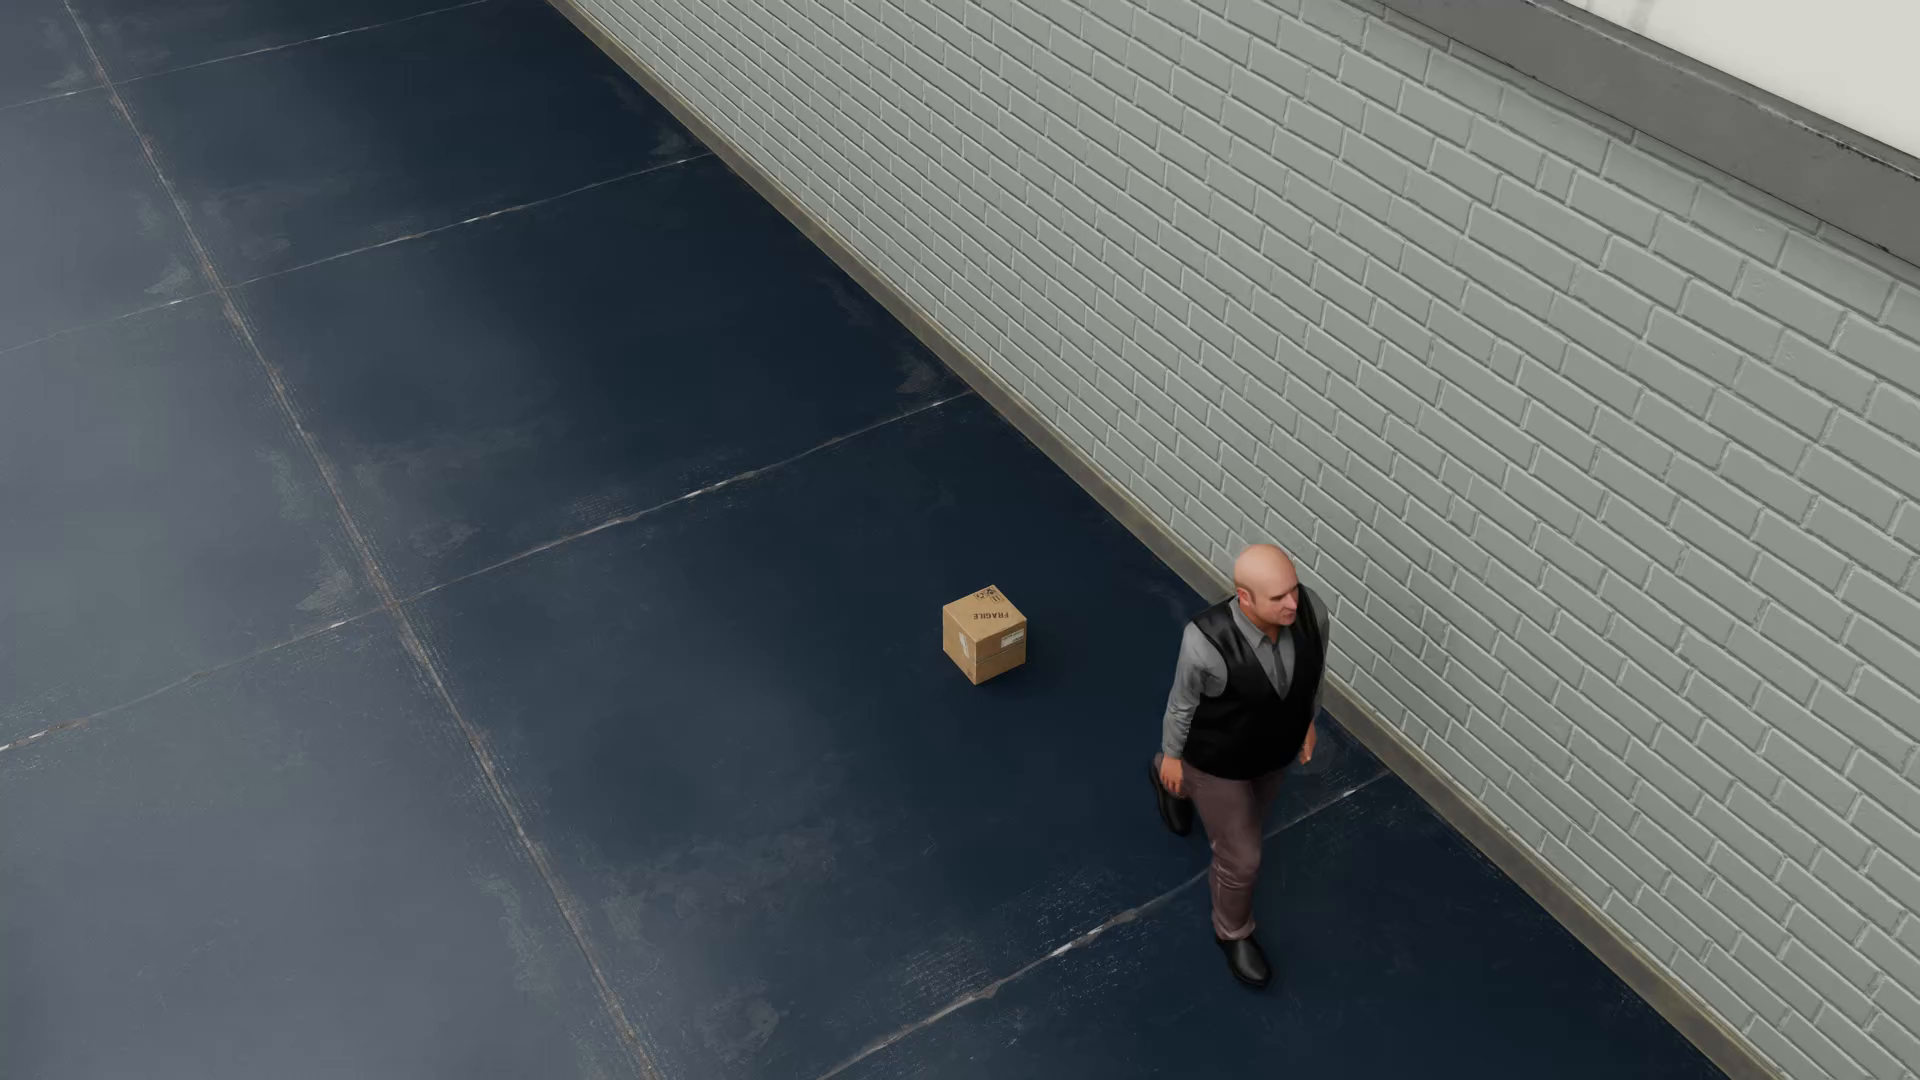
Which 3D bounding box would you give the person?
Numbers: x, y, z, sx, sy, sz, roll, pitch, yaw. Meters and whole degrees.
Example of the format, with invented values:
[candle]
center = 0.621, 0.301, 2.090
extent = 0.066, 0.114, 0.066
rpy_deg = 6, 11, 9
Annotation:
[person]
center = 0.894, 0.622, 5.443
extent = 0.550, 1.694, 0.890
rpy_deg = -20, 45, -22
